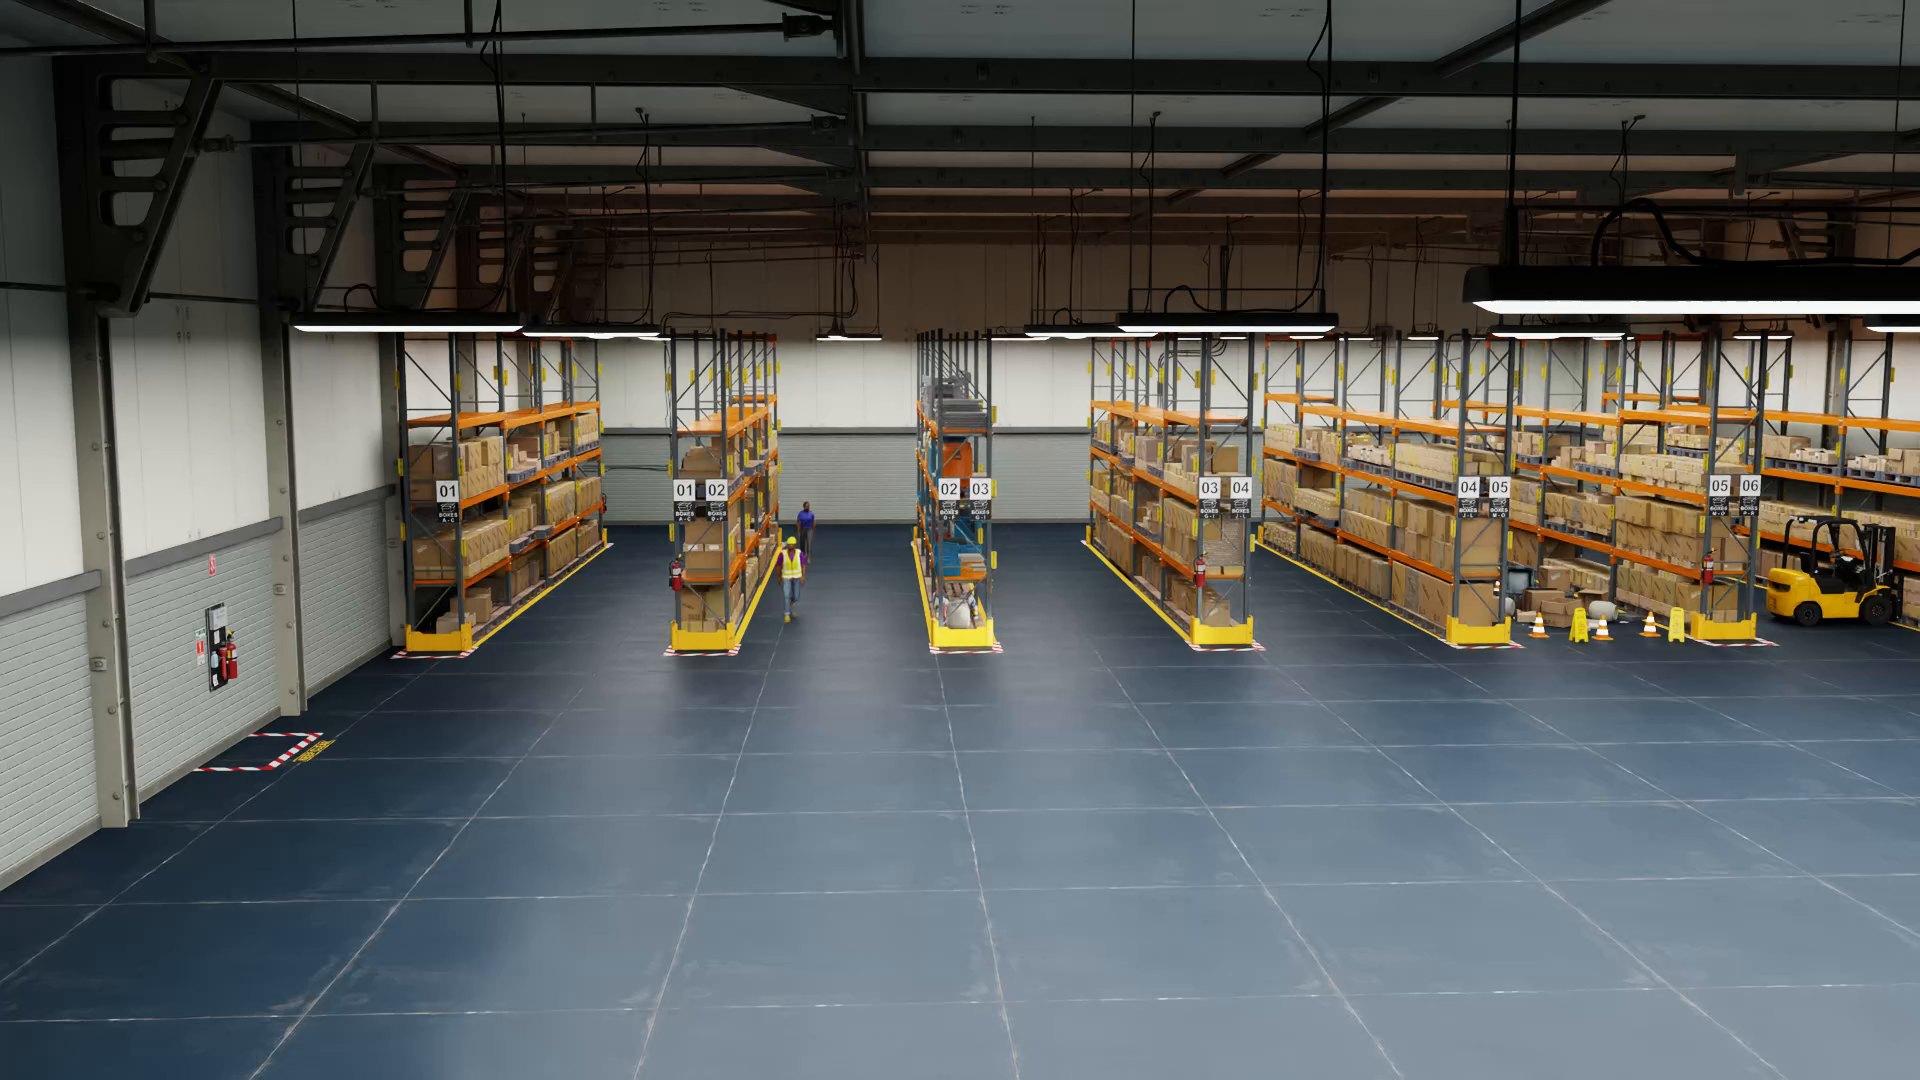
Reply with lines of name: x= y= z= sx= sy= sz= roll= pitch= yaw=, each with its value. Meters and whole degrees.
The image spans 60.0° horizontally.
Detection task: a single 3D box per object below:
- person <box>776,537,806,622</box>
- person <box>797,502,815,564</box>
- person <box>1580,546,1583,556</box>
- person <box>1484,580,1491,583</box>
person: x=-3.477 y=0.786 z=34.432 sx=0.584 sy=1.705 sz=0.986 roll=-2 pitch=7 yaw=-16
person: x=-4.034 y=-0.221 z=43.544 sx=0.448 sy=1.595 sz=1.045 roll=0 pitch=7 yaw=-4
person: x=16.640 y=-0.340 z=44.801 sx=0.446 sy=1.612 sz=0.372 roll=-5 pitch=8 yaw=-37
person: x=12.123 y=0.338 z=38.389 sx=0.572 sy=1.816 sz=0.593 roll=-1 pitch=7 yaw=-12
